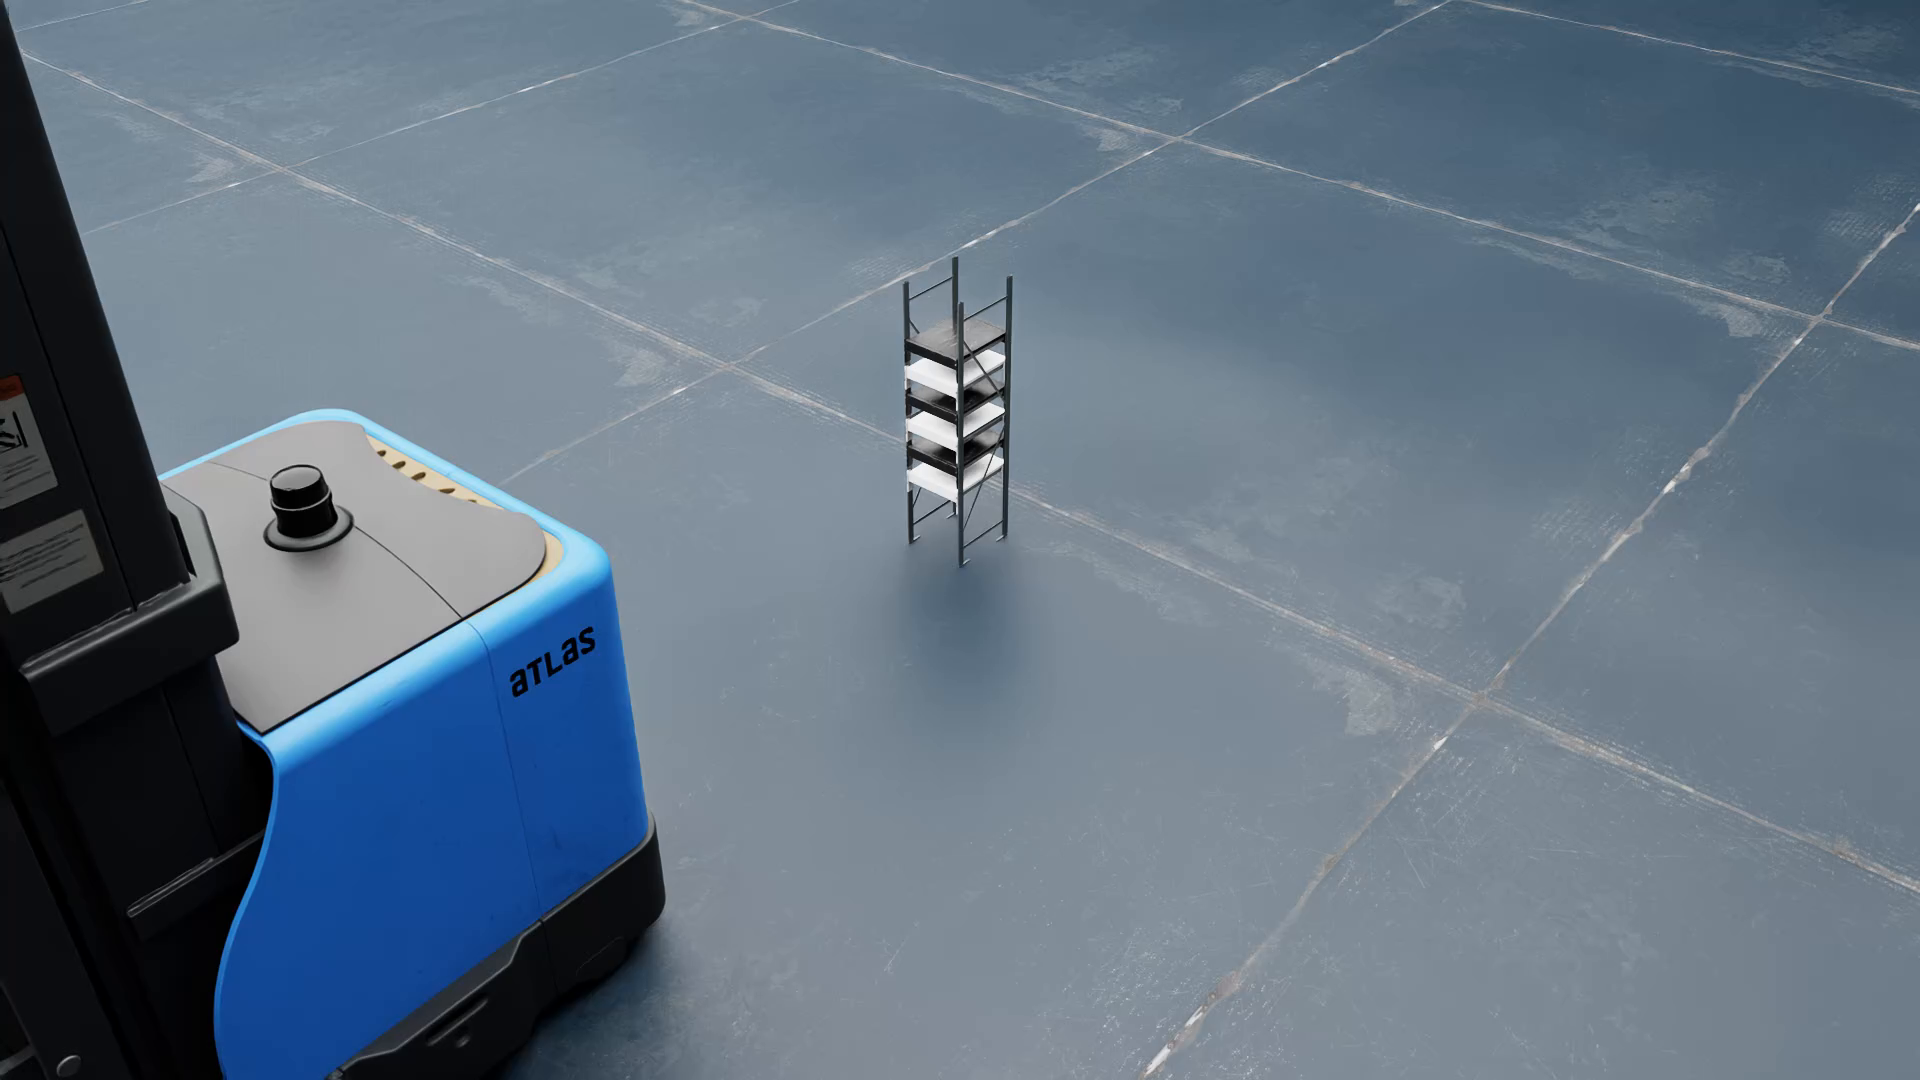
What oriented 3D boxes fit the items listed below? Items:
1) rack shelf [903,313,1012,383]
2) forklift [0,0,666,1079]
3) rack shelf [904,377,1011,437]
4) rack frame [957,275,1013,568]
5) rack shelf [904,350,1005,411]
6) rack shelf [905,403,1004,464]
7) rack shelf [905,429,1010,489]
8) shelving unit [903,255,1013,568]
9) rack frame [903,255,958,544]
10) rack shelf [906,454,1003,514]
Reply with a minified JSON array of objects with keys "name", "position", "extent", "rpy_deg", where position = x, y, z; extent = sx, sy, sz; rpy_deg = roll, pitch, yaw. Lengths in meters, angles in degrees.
[{"name":"rack shelf","position":[-0.006,-0.569,4.866],"extent":[0.200,0.077,0.258],"rpy_deg":[25,42,32]},{"name":"forklift","position":[-2.006,0.171,2.412],"extent":[1.130,2.935,3.031],"rpy_deg":[25,41,31]},{"name":"rack shelf","position":[-0.006,-0.421,4.967],"extent":[0.200,0.077,0.258],"rpy_deg":[25,42,32]},{"name":"rack frame","position":[0.072,-0.337,4.946],"extent":[0.006,0.900,0.240],"rpy_deg":[25,42,32]},{"name":"rack shelf","position":[-0.006,-0.495,4.917],"extent":[0.200,0.077,0.258],"rpy_deg":[25,42,32]},{"name":"rack shelf","position":[-0.006,-0.346,5.018],"extent":[0.200,0.077,0.258],"rpy_deg":[25,42,32]},{"name":"rack shelf","position":[-0.006,-0.272,5.069],"extent":[0.200,0.077,0.258],"rpy_deg":[25,42,32]},{"name":"shelving unit","position":[-0.006,-0.374,5.000],"extent":[0.210,0.900,0.258],"rpy_deg":[25,42,32]},{"name":"rack frame","position":[-0.084,-0.411,5.053],"extent":[0.006,0.900,0.240],"rpy_deg":[25,42,32]},{"name":"rack shelf","position":[-0.006,-0.198,5.120],"extent":[0.200,0.077,0.258],"rpy_deg":[25,42,32]}]
